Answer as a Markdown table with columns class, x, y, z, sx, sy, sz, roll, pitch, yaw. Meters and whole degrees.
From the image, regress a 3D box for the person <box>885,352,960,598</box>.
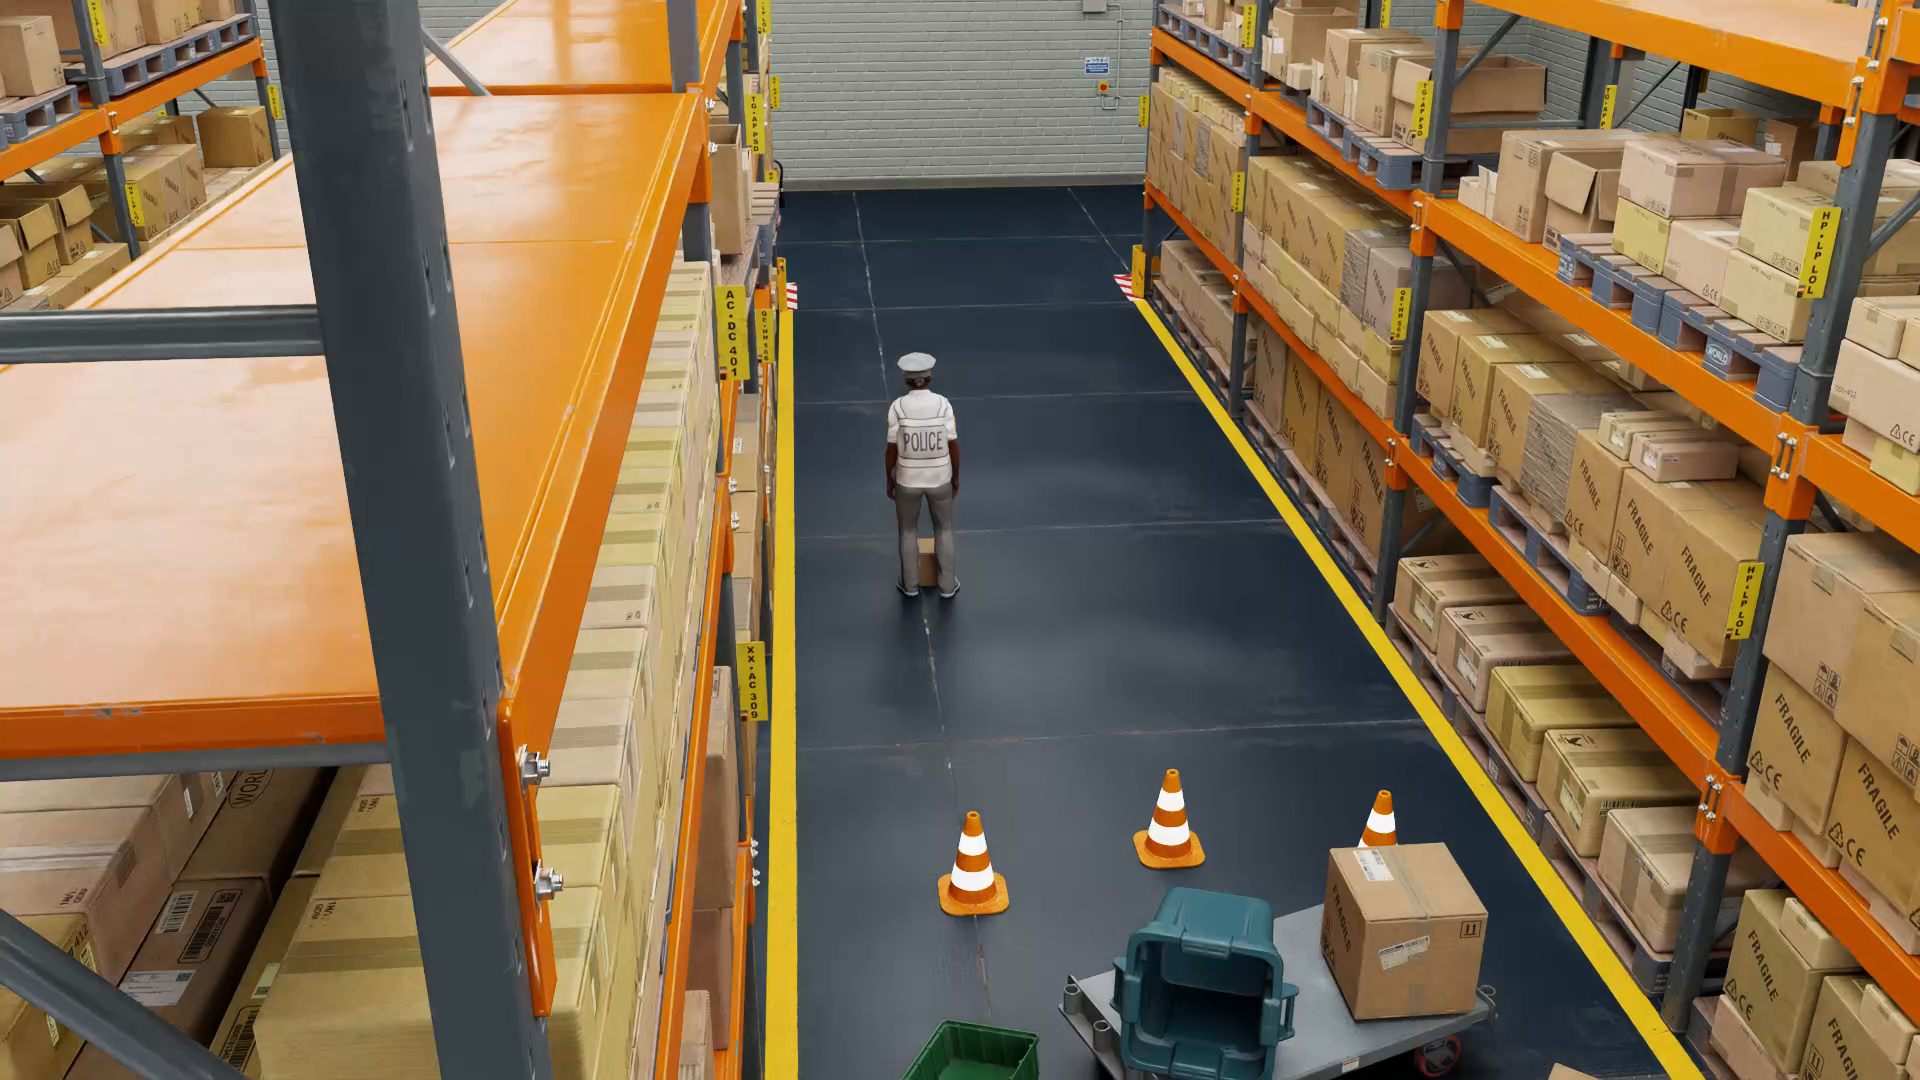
| class | x | y | z | sx | sy | sz | roll | pitch | yaw |
| --- | --- | --- | --- | --- | --- | --- | --- | --- | --- |
| person | -0.244 | -0.398 | 11.004 | 0.503 | 1.656 | 0.421 | -2 | 24 | -5 |
